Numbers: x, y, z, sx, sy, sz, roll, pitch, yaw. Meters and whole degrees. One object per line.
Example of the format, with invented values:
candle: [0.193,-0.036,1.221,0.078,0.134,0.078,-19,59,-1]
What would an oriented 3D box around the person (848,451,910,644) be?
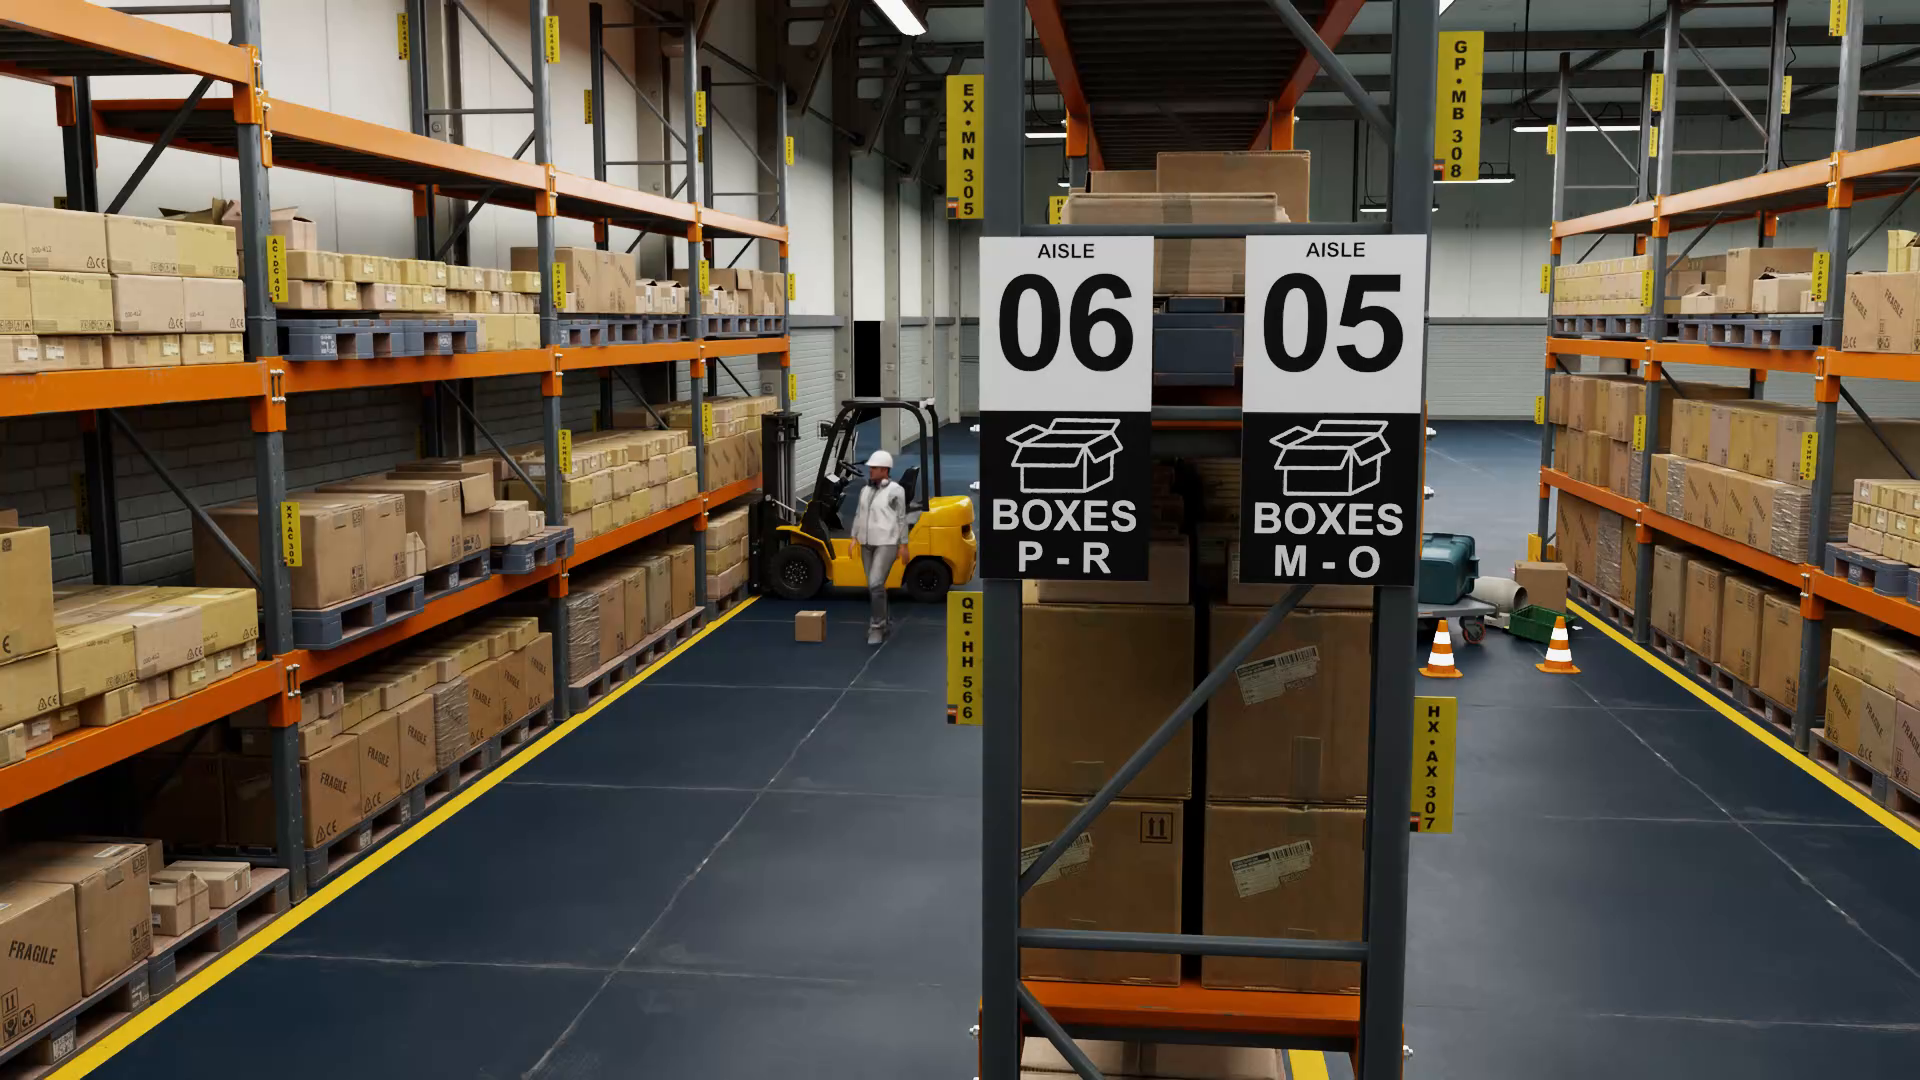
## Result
person: [-0.798,0.077,15.754,0.583,1.839,0.533,6,10,39]
